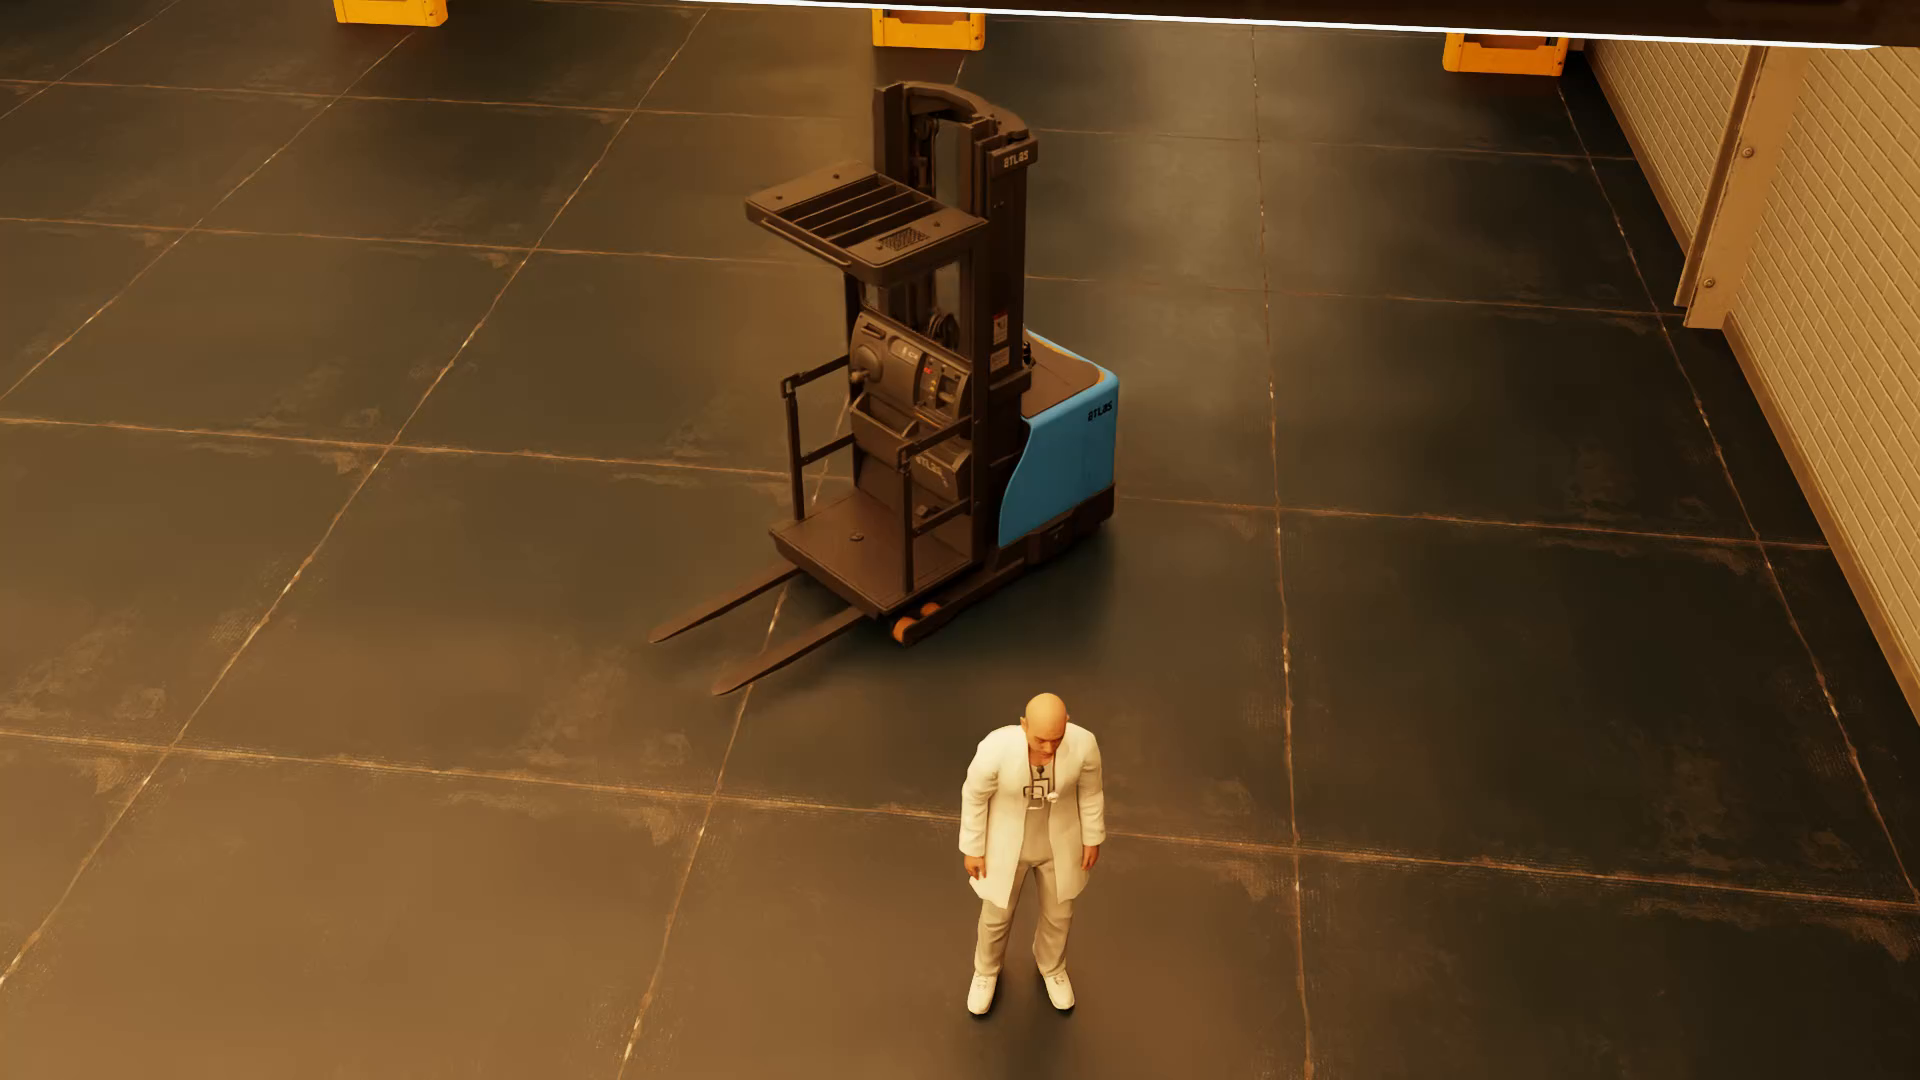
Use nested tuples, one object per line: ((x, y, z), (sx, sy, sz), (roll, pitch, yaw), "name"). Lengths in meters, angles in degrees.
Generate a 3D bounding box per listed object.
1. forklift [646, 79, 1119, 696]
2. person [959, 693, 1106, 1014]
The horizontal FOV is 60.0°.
((-0.442, -0.918, 9.275), (3.031, 2.935, 1.130), (-29, 45, -33), "forklift")
((0.316, 1.327, 7.206), (0.644, 1.772, 0.436), (-4, 37, -5), "person")
